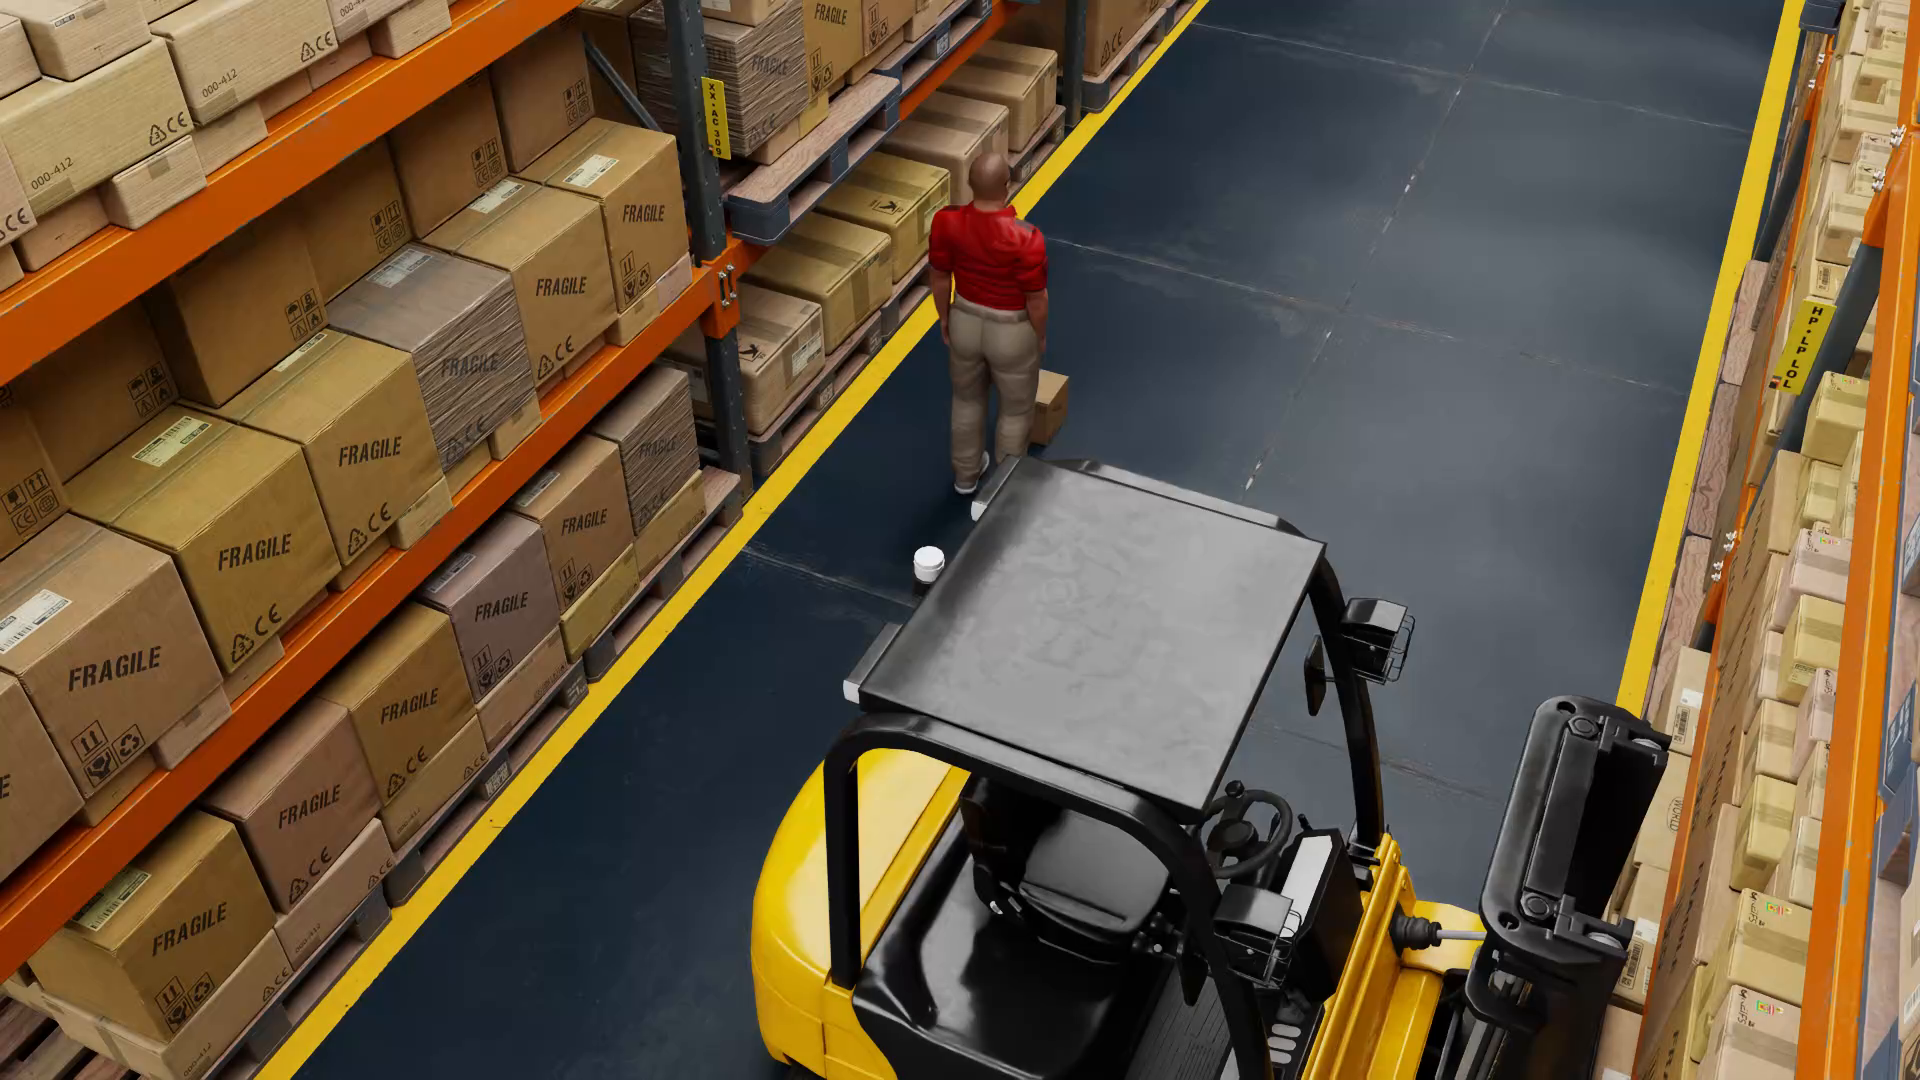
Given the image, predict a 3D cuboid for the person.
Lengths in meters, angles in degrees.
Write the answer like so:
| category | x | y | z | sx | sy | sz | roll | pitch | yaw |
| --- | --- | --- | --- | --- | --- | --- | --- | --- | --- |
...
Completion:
| category | x | y | z | sx | sy | sz | roll | pitch | yaw |
| --- | --- | --- | --- | --- | --- | --- | --- | --- | --- |
| person | 0.142 | -0.914 | 7.184 | 0.531 | 1.728 | 0.359 | 18 | 45 | 19 |
